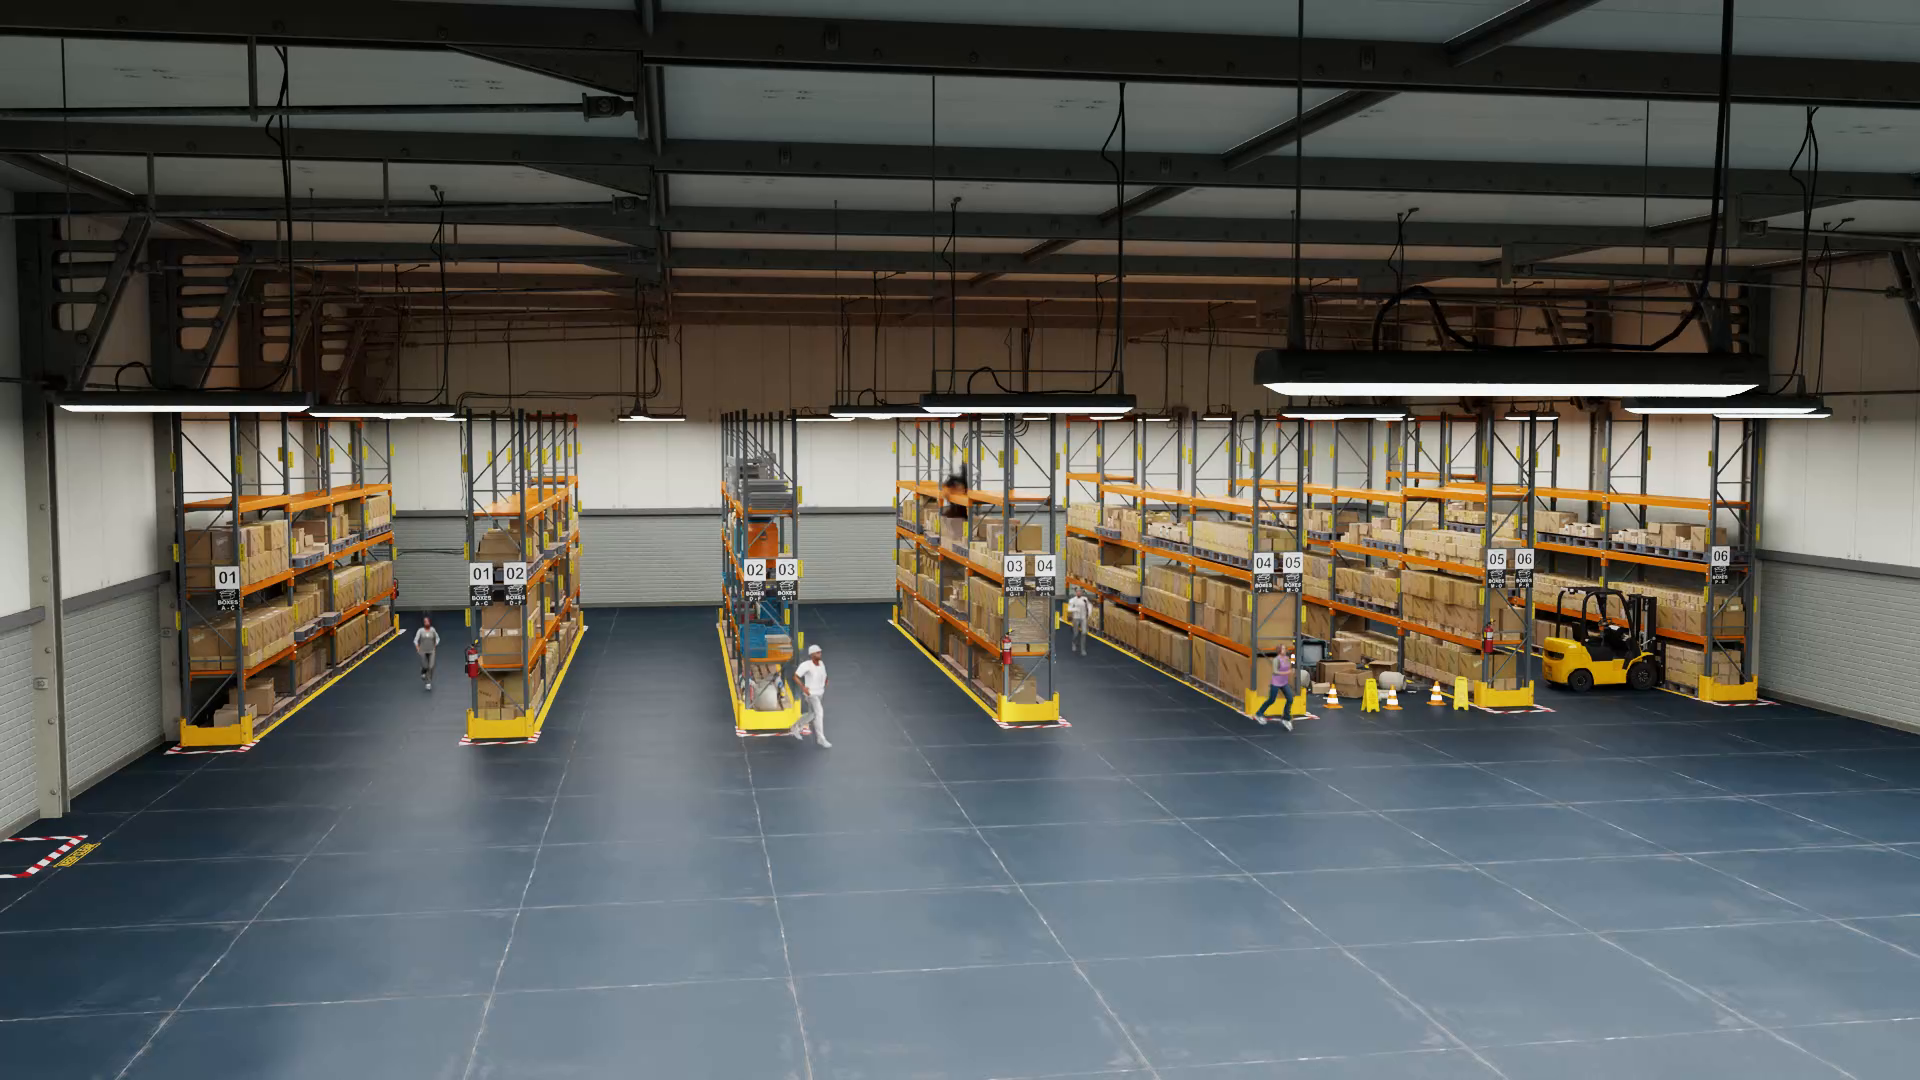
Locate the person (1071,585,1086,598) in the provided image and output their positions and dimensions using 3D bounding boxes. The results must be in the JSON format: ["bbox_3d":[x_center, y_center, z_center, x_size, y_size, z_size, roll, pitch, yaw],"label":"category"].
[{"bbox_3d":[3.619,1.410,50.046,0.596,1.637,0.884,2,4,23],"label":"person"}]

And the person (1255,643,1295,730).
[{"bbox_3d":[5.979,2.745,31.286,0.547,1.634,0.841,-3,5,-41],"label":"person"}]

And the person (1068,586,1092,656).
[{"bbox_3d":[2.992,1.995,41.464,0.622,1.714,0.896,0,4,-3],"label":"person"}]

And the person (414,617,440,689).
[{"bbox_3d":[-11.538,2.448,36.023,0.538,1.545,0.549,-2,4,-24],"label":"person"}]

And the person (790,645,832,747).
[{"bbox_3d":[-2.615,2.748,29.617,0.919,1.775,0.718,2,4,28],"label":"person"}]
